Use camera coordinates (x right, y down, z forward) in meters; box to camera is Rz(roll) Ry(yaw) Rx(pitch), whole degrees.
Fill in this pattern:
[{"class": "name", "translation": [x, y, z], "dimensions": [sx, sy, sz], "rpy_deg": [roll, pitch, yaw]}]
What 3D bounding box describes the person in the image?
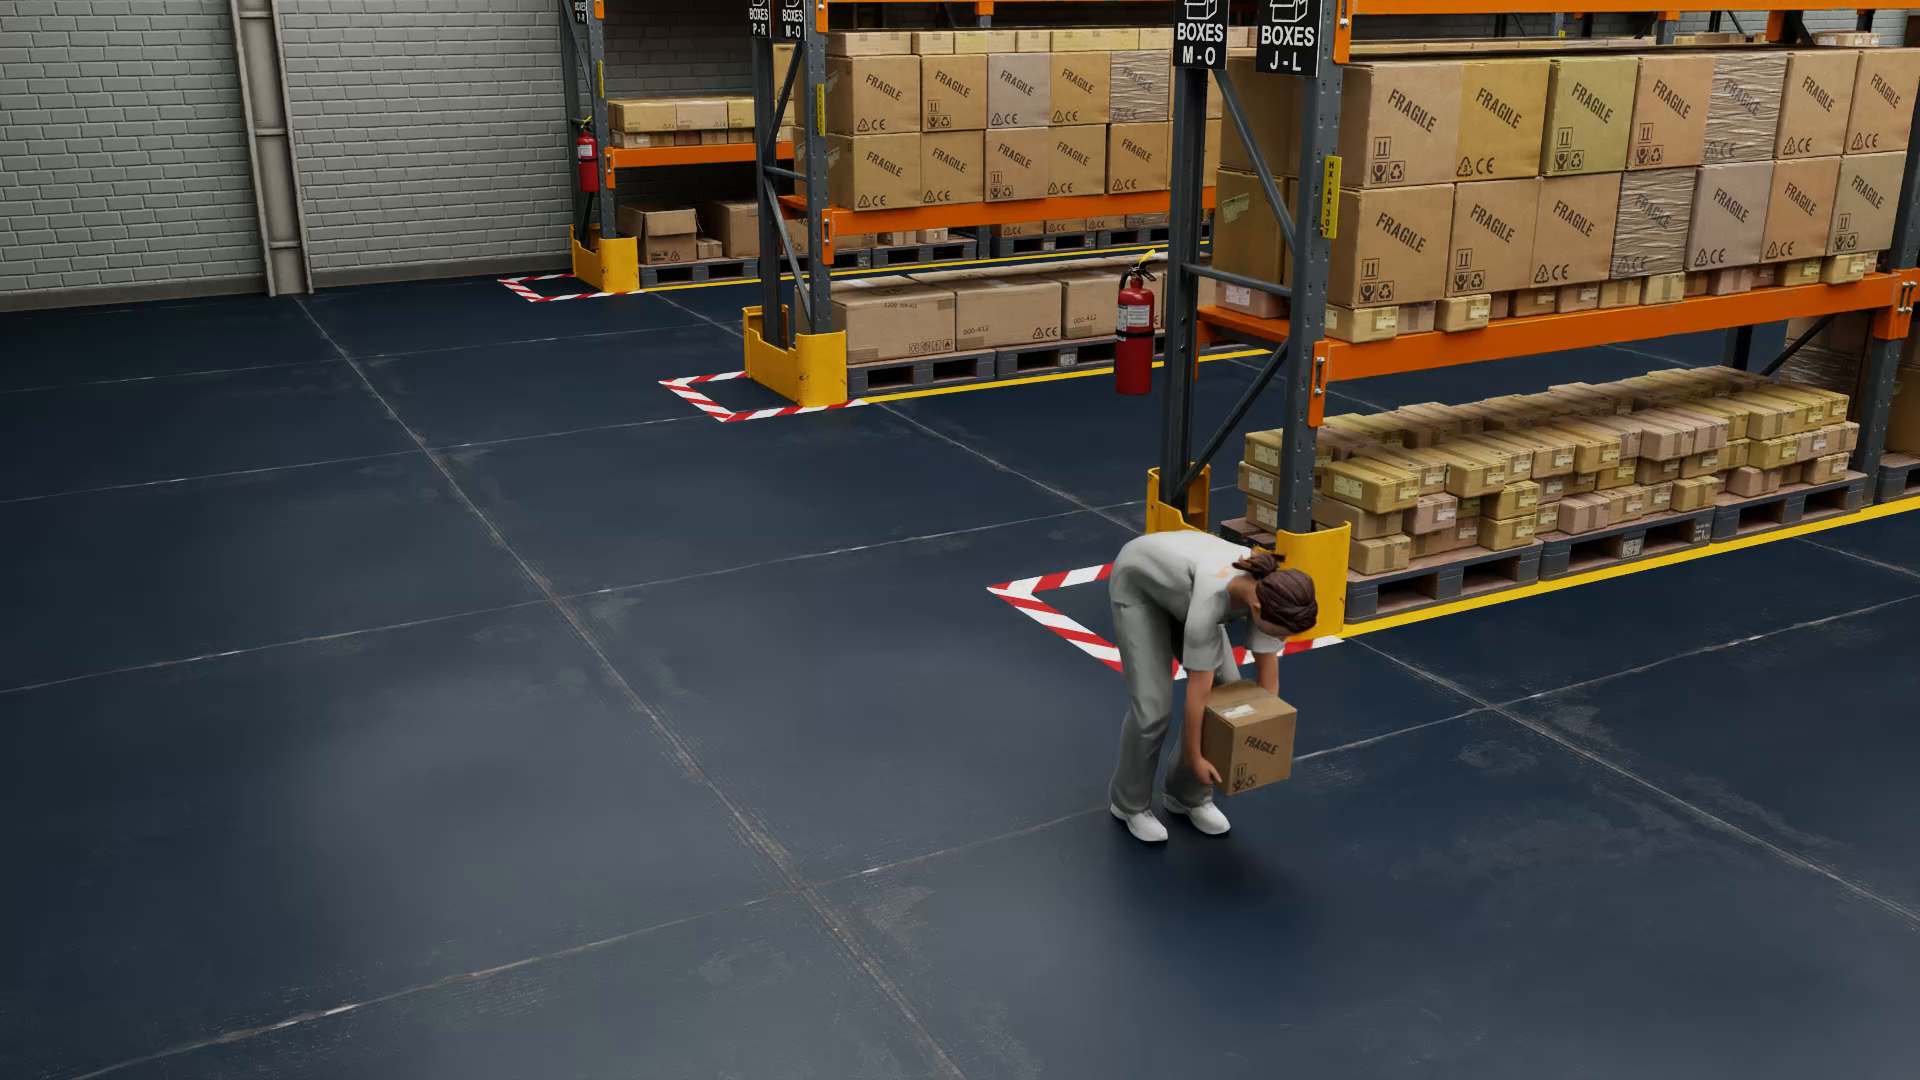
[{"class": "person", "translation": [0.741, 0.196, 5.497], "dimensions": [0.424, 1.668, 0.542], "rpy_deg": [-10, 21, -27]}]
